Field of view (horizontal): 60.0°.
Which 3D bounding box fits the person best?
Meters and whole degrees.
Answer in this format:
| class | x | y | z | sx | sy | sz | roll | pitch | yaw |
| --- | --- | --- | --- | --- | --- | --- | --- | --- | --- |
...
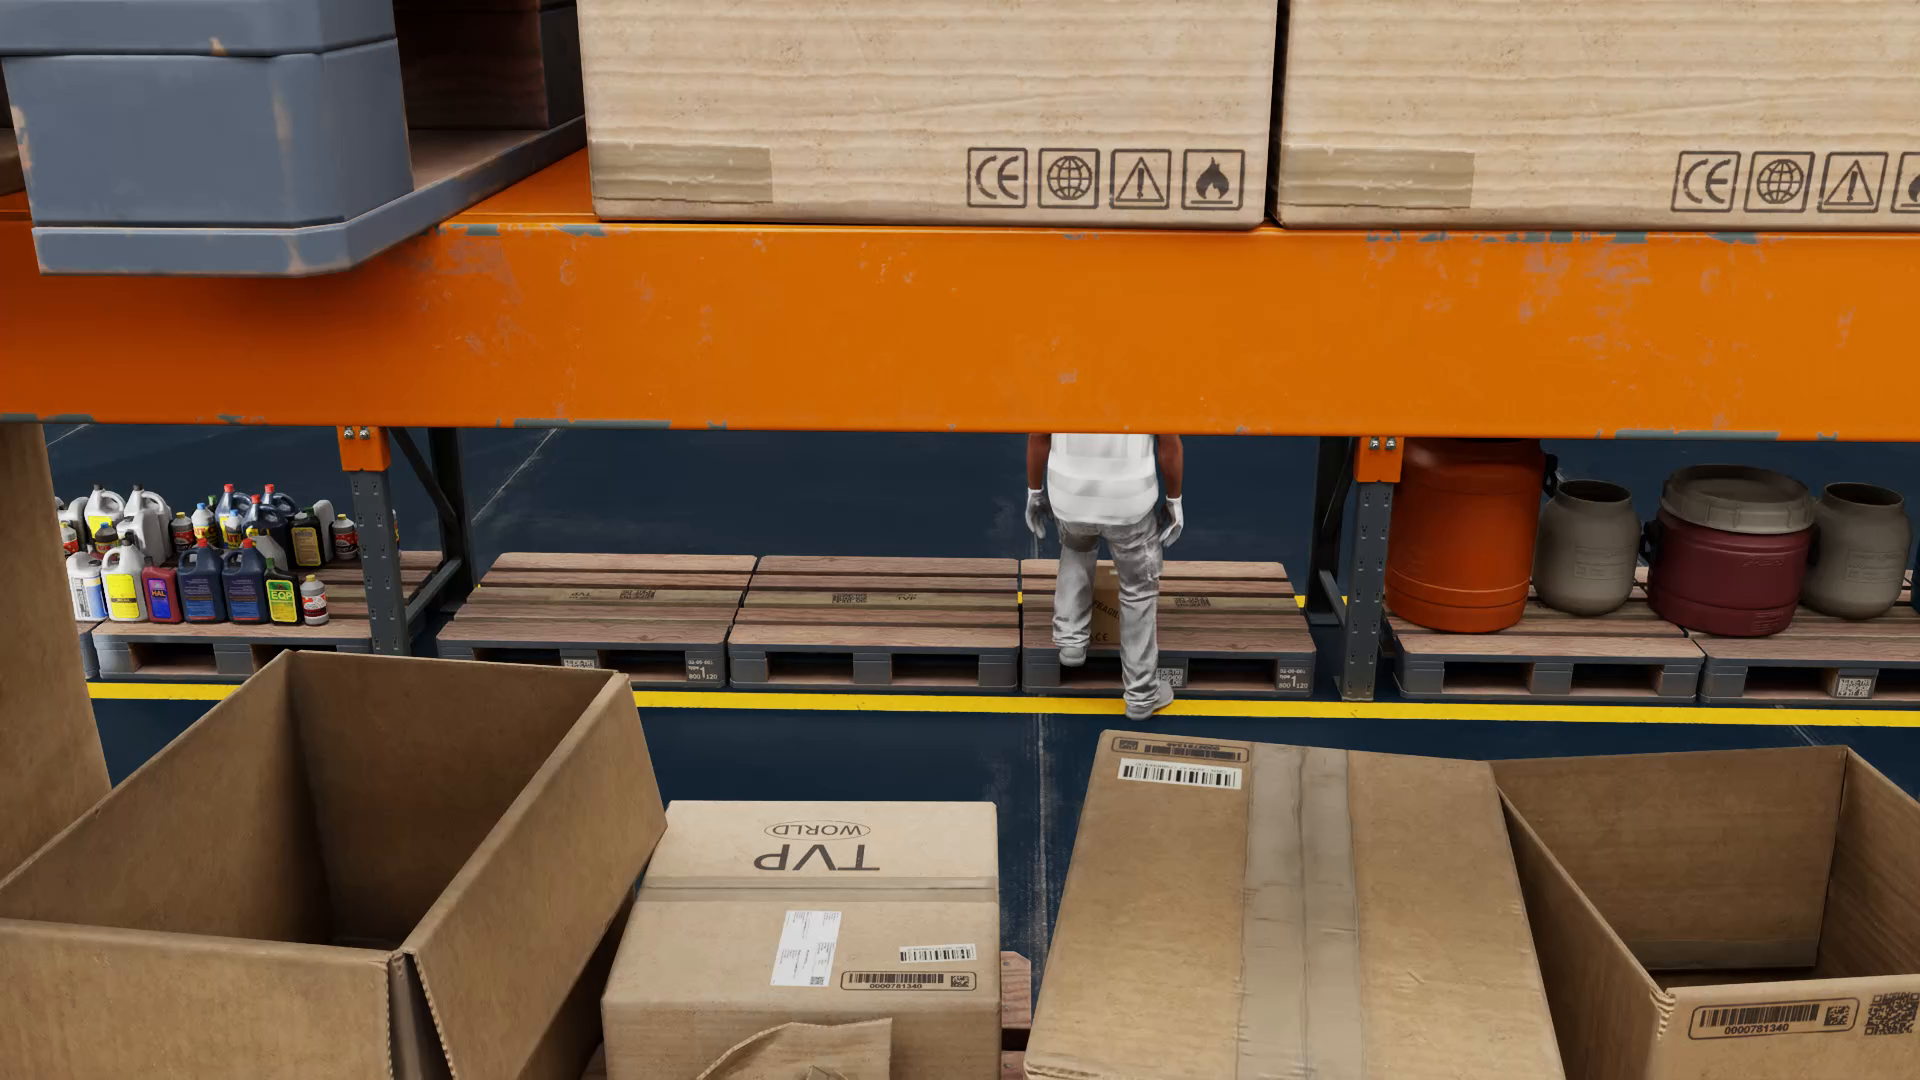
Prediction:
| class | x | y | z | sx | sy | sz | roll | pitch | yaw |
| --- | --- | --- | --- | --- | --- | --- | --- | --- | --- |
| person | 0.581 | -0.163 | 6.533 | 0.619 | 1.750 | 0.538 | 6 | 21 | 14 |
